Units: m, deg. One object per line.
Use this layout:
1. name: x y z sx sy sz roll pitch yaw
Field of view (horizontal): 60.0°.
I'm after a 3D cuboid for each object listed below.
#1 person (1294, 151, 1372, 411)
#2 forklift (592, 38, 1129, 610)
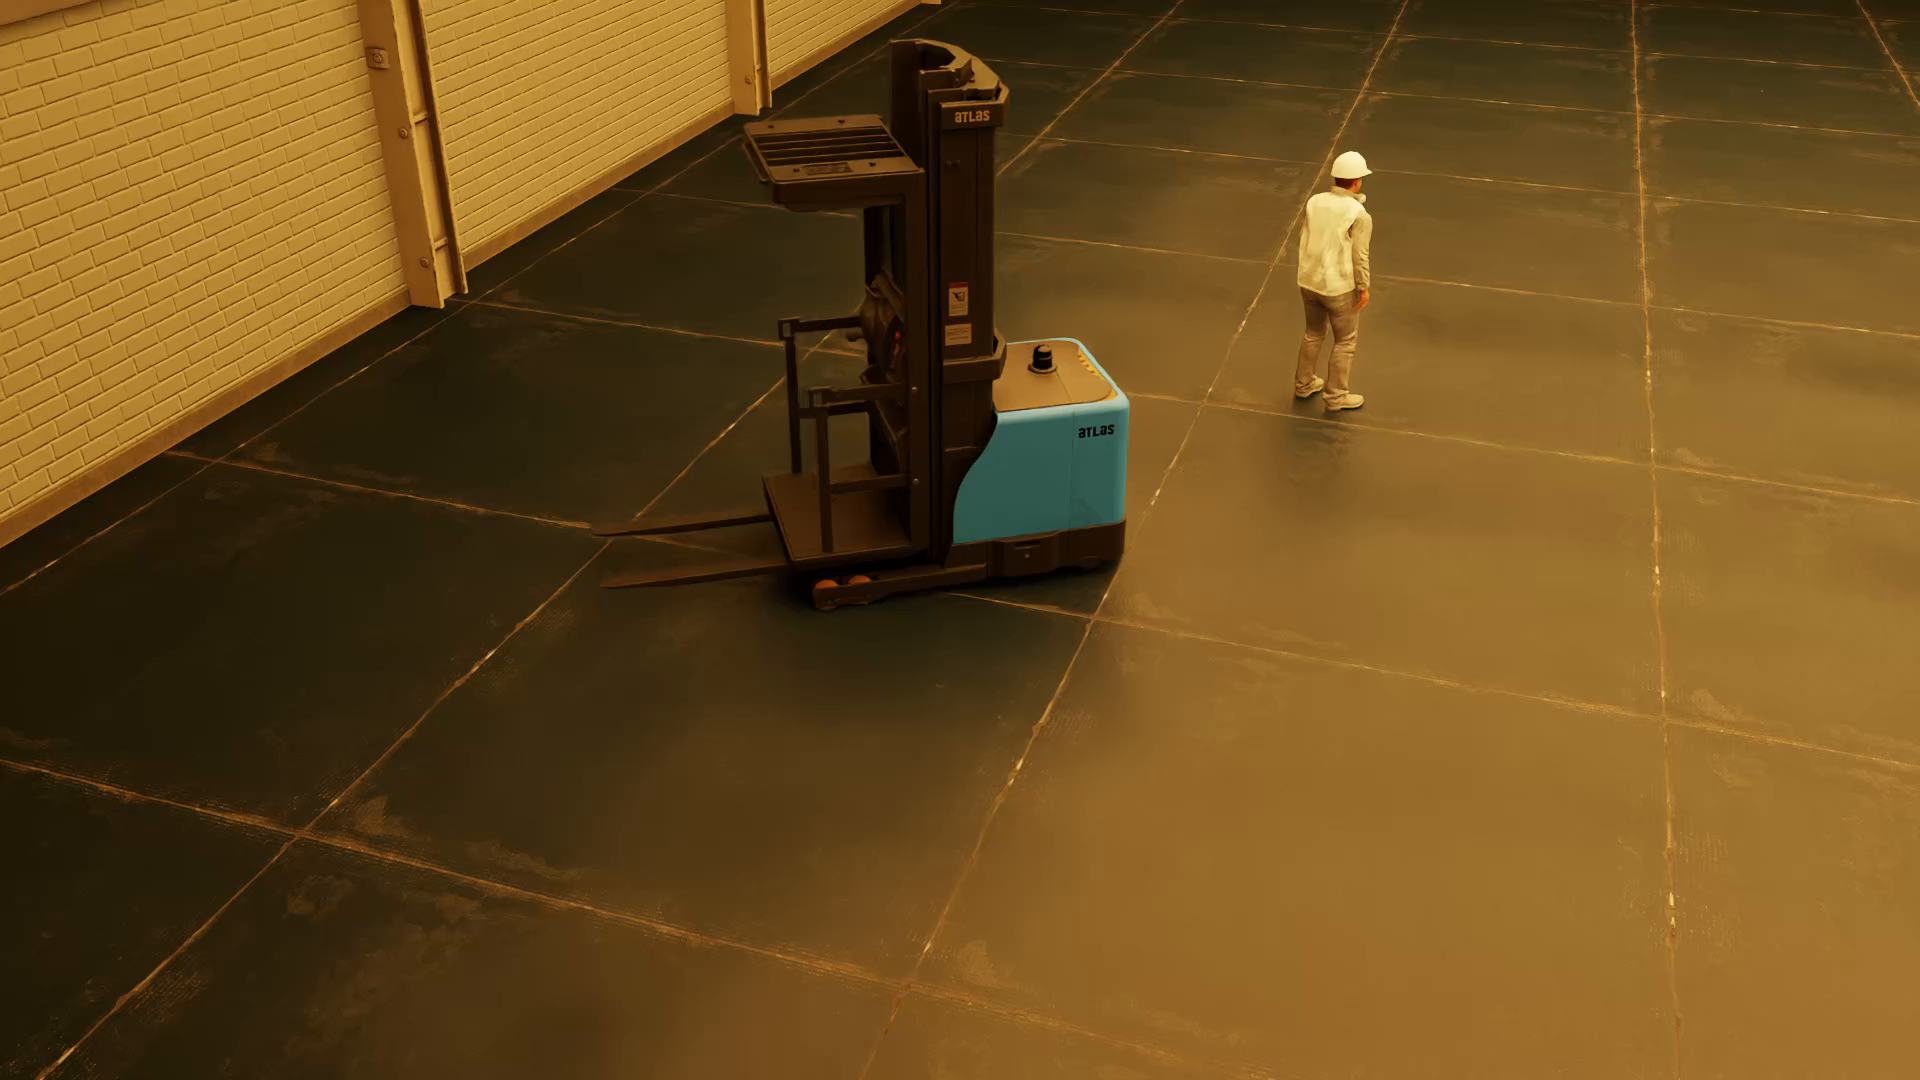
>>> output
1. person: 2.563 -1.778 11.429 0.466 1.769 0.579 -22 36 -33
2. forklift: -0.607 -1.168 9.185 3.031 2.935 1.130 -7 31 -13
